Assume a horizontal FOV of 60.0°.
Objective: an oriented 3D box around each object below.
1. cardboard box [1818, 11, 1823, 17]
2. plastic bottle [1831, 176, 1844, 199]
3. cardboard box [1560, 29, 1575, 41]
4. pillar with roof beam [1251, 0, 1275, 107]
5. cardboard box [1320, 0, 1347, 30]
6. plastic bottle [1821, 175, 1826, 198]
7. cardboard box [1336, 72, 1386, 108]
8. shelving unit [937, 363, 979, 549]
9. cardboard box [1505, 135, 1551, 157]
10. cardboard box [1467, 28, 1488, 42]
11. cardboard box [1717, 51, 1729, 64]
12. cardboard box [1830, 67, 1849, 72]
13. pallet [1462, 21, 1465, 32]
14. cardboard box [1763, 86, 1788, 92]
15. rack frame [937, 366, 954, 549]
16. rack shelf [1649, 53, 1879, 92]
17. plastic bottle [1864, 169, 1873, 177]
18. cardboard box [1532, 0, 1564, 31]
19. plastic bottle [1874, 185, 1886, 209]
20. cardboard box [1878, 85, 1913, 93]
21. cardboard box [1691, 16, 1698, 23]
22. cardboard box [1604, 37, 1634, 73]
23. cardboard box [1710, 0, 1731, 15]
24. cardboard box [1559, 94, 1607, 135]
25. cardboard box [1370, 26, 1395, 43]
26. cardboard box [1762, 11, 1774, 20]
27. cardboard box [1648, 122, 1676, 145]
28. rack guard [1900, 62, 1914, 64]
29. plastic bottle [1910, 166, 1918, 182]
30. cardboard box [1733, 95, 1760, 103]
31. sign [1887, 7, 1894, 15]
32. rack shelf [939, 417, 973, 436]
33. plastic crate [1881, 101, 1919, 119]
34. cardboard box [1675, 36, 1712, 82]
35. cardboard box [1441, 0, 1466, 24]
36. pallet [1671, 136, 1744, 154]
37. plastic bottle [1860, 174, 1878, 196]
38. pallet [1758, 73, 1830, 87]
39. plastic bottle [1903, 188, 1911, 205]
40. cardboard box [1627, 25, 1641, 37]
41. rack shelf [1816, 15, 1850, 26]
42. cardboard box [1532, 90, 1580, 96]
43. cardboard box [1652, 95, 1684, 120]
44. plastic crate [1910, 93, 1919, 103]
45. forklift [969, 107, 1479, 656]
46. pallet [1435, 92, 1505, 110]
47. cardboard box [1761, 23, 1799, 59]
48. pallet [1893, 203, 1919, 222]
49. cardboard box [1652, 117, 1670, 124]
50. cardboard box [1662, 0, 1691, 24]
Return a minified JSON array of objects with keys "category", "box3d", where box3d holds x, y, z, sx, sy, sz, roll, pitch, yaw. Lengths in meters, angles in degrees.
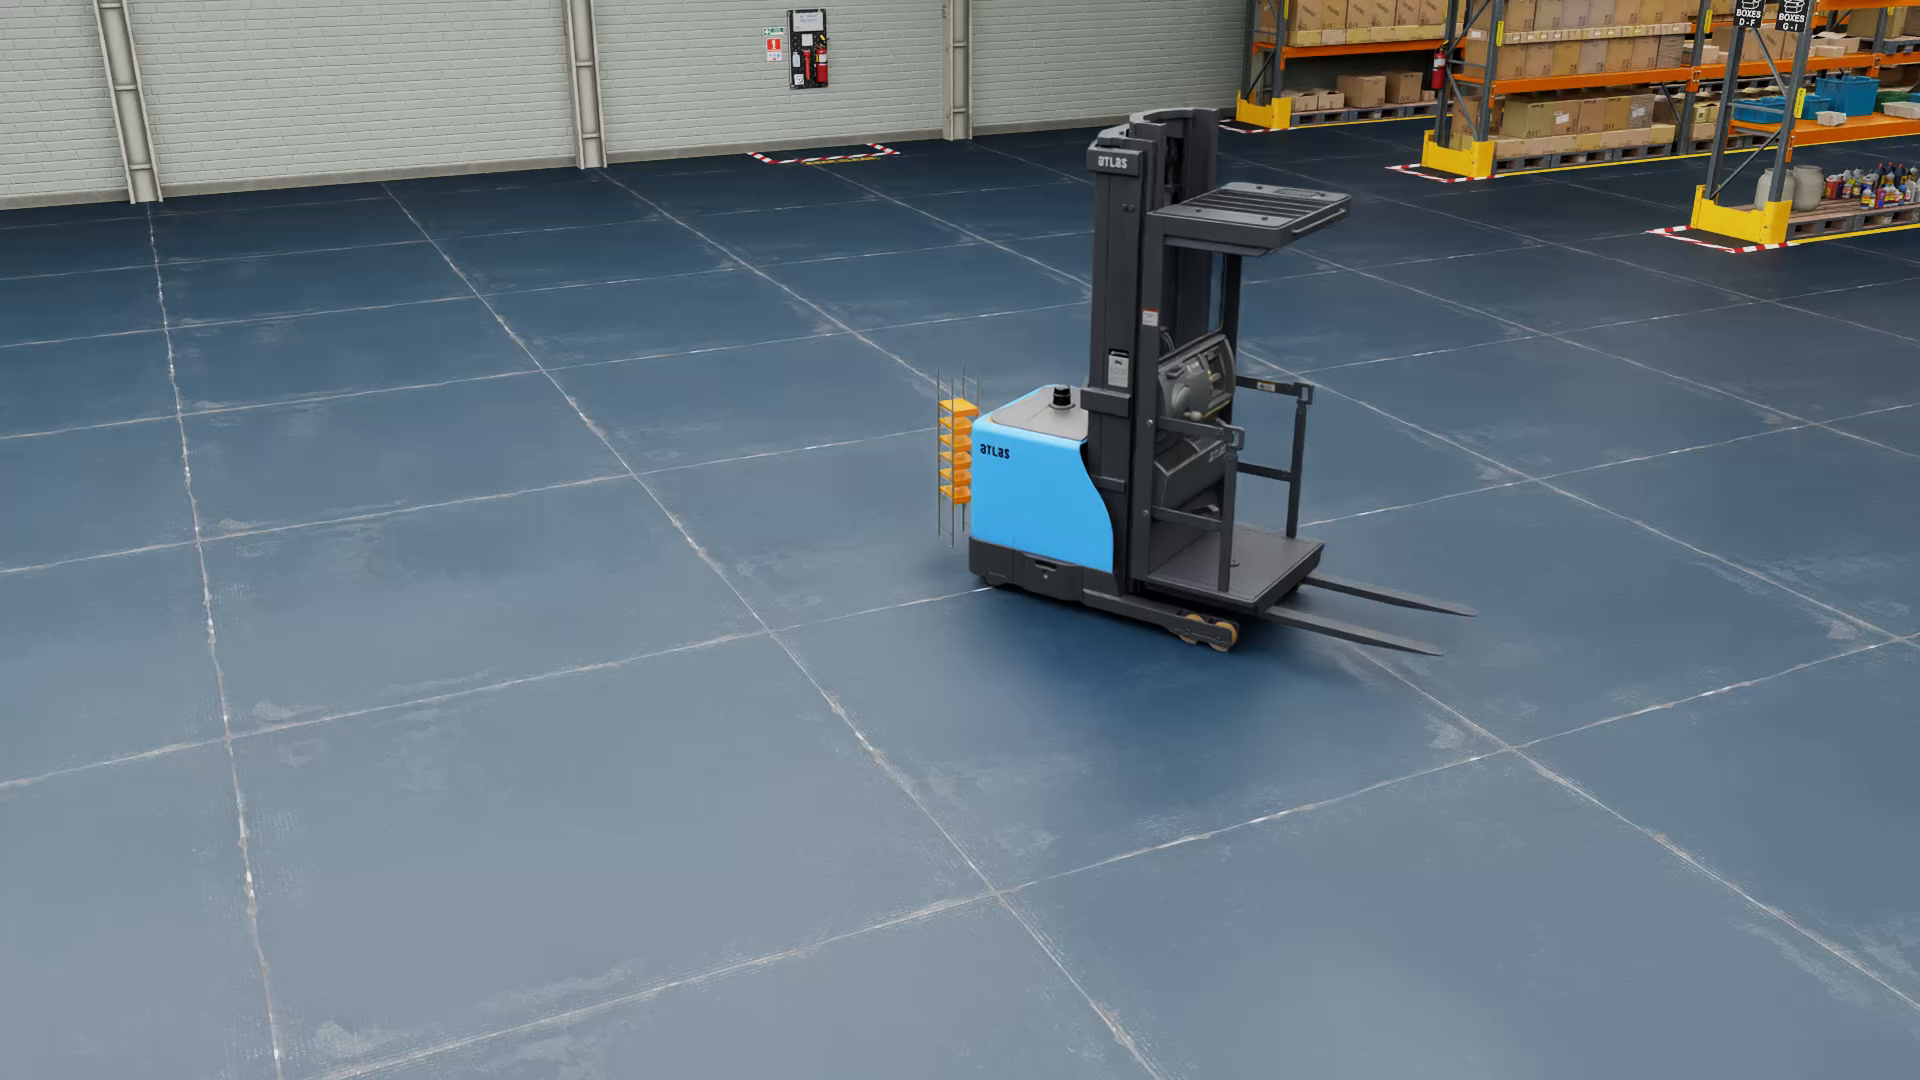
[{"category":"cardboard box","box3d":[16.413,-10.705,32.798,0.700,0.700,0.980,-10,25,-23]},{"category":"plastic bottle","box3d":[11.151,-4.477,21.121,0.133,0.283,0.061,-10,25,-24]},{"category":"cardboard box","box3d":[8.632,-7.294,23.970,0.250,0.149,0.380,-11,25,-25]},{"category":"pillar with roof beam","box3d":[7.227,-10.195,24.112,0.400,9.000,9.100,-10,25,-24]},{"category":"cardboard box","box3d":[6.114,-8.833,27.855,0.500,0.500,0.500,-10,25,-23]},{"category":"plastic bottle","box3d":[10.963,-4.507,21.193,0.133,0.283,0.061,-10,24,-22]},{"category":"cardboard box","box3d":[6.963,-7.823,28.920,0.500,0.500,0.700,-12,25,-27]},{"category":"shelving unit","box3d":[-0.013,-0.552,11.015,0.189,1.200,0.258,-10,25,-24]},{"category":"cardboard box","box3d":[8.284,-5.806,24.399,0.500,0.250,0.500,-10,25,-24]},{"category":"cardboard box","box3d":[7.517,-7.260,23.889,0.250,0.149,0.380,-11,25,-25]},{"category":"cardboard box","box3d":[11.747,-7.409,25.556,0.250,0.149,0.380,-10,25,-24]},{"category":"cardboard box","box3d":[17.553,-9.777,33.666,0.500,0.500,0.700,-10,24,-22]},{"category":"pallet","box3d":[9.460,-9.144,29.668,1.213,0.211,1.003,-10,25,-24]},{"category":"cardboard box","box3d":[13.395,-7.219,27.082,0.500,0.311,0.500,-11,25,-25]},{"category":"rack frame","box3d":[-0.095,-0.537,10.978,0.006,1.200,0.240,-10,25,-24]},{"category":"rack shelf","box3d":[12.662,-7.448,26.262,4.000,0.370,1.077,-10,25,-24]},{"category":"plastic bottle","box3d":[11.761,-4.654,21.548,0.133,0.283,0.061,-9,24,-21]},{"category":"cardboard box","box3d":[8.201,-7.602,23.866,0.500,0.500,0.700,-11,25,-25]},{"category":"plastic bottle","box3d":[11.381,-4.251,20.573,0.133,0.283,0.061,-10,25,-23]},{"category":"cardboard box","box3d":[15.468,-7.227,27.479,0.500,0.500,0.500,-11,25,-26]},{"category":"cardboard box","box3d":[13.857,-9.910,31.571,0.250,0.149,0.380,-10,25,-23]},{"category":"cardboard box","box3d":[9.537,-7.248,24.707,0.500,0.500,0.700,-10,25,-23]},{"category":"cardboard box","box3d":[14.251,-10.259,31.566,0.500,0.500,0.500,-10,24,-22]},{"category":"cardboard box","box3d":[9.188,-6.316,24.651,0.500,0.500,0.500,-10,25,-24]},{"category":"cardboard box","box3d":[7.061,-8.660,28.419,0.500,0.250,0.500,-10,25,-23]},{"category":"cardboard box","box3d":[15.518,-10.172,32.204,0.250,0.149,0.380,-10,24,-23]},{"category":"cardboard box","box3d":[10.537,-6.220,25.401,0.500,0.250,0.500,-10,25,-24]},{"category":"rack guard","box3d":[19.543,-9.995,34.743,0.348,0.500,1.175,-10,25,-24]},{"category":"plastic bottle","box3d":[12.528,-4.782,21.873,0.097,0.271,0.097,0,22,0]},{"category":"cardboard box","box3d":[12.260,-6.782,26.025,0.500,0.311,0.500,-11,25,-25]},{"category":"sign","box3d":[14.708,-8.457,26.244,0.005,0.325,0.100,-10,25,-24]},{"category":"rack shelf","box3d":[-0.013,-0.733,10.940,0.180,0.103,0.258,-10,25,-24]},{"category":"plastic crate","box3d":[11.652,-5.263,20.387,0.437,0.136,0.530,-10,25,-24]},{"category":"cardboard box","box3d":[13.824,-9.240,31.911,0.750,0.750,0.750,-11,25,-24]},{"category":"cardboard box","box3d":[8.416,-9.257,28.881,0.500,0.500,0.500,-10,25,-24]},{"category":"pallet","box3d":[11.507,-6.296,26.184,1.213,0.211,1.003,-10,25,-24]},{"category":"plastic bottle","box3d":[11.631,-4.547,21.298,0.135,0.276,0.152,-10,25,-24]},{"category":"pallet","box3d":[16.636,-9.293,33.425,1.213,0.211,1.003,-10,25,-24]},{"category":"plastic bottle","box3d":[11.843,-4.305,20.813,0.097,0.201,0.097,0,22,0]},{"category":"cardboard box","box3d":[9.790,-7.508,24.487,0.250,0.149,0.380,-11,25,-24]},{"category":"rack shelf","box3d":[17.719,-10.482,33.591,4.000,0.370,1.077,-10,25,-24]},{"category":"cardboard box","box3d":[8.956,-6.500,25.098,0.500,0.500,0.500,-10,25,-24]},{"category":"cardboard box","box3d":[11.101,-6.798,26.063,0.500,0.311,0.500,-10,25,-24]},{"category":"plastic crate","box3d":[12.125,-5.395,20.557,0.616,0.251,0.499,-10,25,-24]},{"category":"forklift","box3d":[1.568,-0.940,9.689,3.031,2.935,1.130,14,26,31]},{"category":"pallet","box3d":[9.409,-7.997,30.293,1.213,0.211,1.003,-10,25,-24]},{"category":"cardboard box","box3d":[12.959,-7.875,26.221,0.500,0.500,0.500,-12,25,-26]},{"category":"pallet","box3d":[12.382,-4.356,21.497,1.213,0.211,1.003,-10,25,-24]},{"category":"cardboard box","box3d":[11.108,-6.541,26.176,0.500,0.250,0.500,-11,25,-24]},{"category":"cardboard box","box3d":[10.463,-8.019,24.873,0.500,0.500,0.700,-10,25,-23]}]
